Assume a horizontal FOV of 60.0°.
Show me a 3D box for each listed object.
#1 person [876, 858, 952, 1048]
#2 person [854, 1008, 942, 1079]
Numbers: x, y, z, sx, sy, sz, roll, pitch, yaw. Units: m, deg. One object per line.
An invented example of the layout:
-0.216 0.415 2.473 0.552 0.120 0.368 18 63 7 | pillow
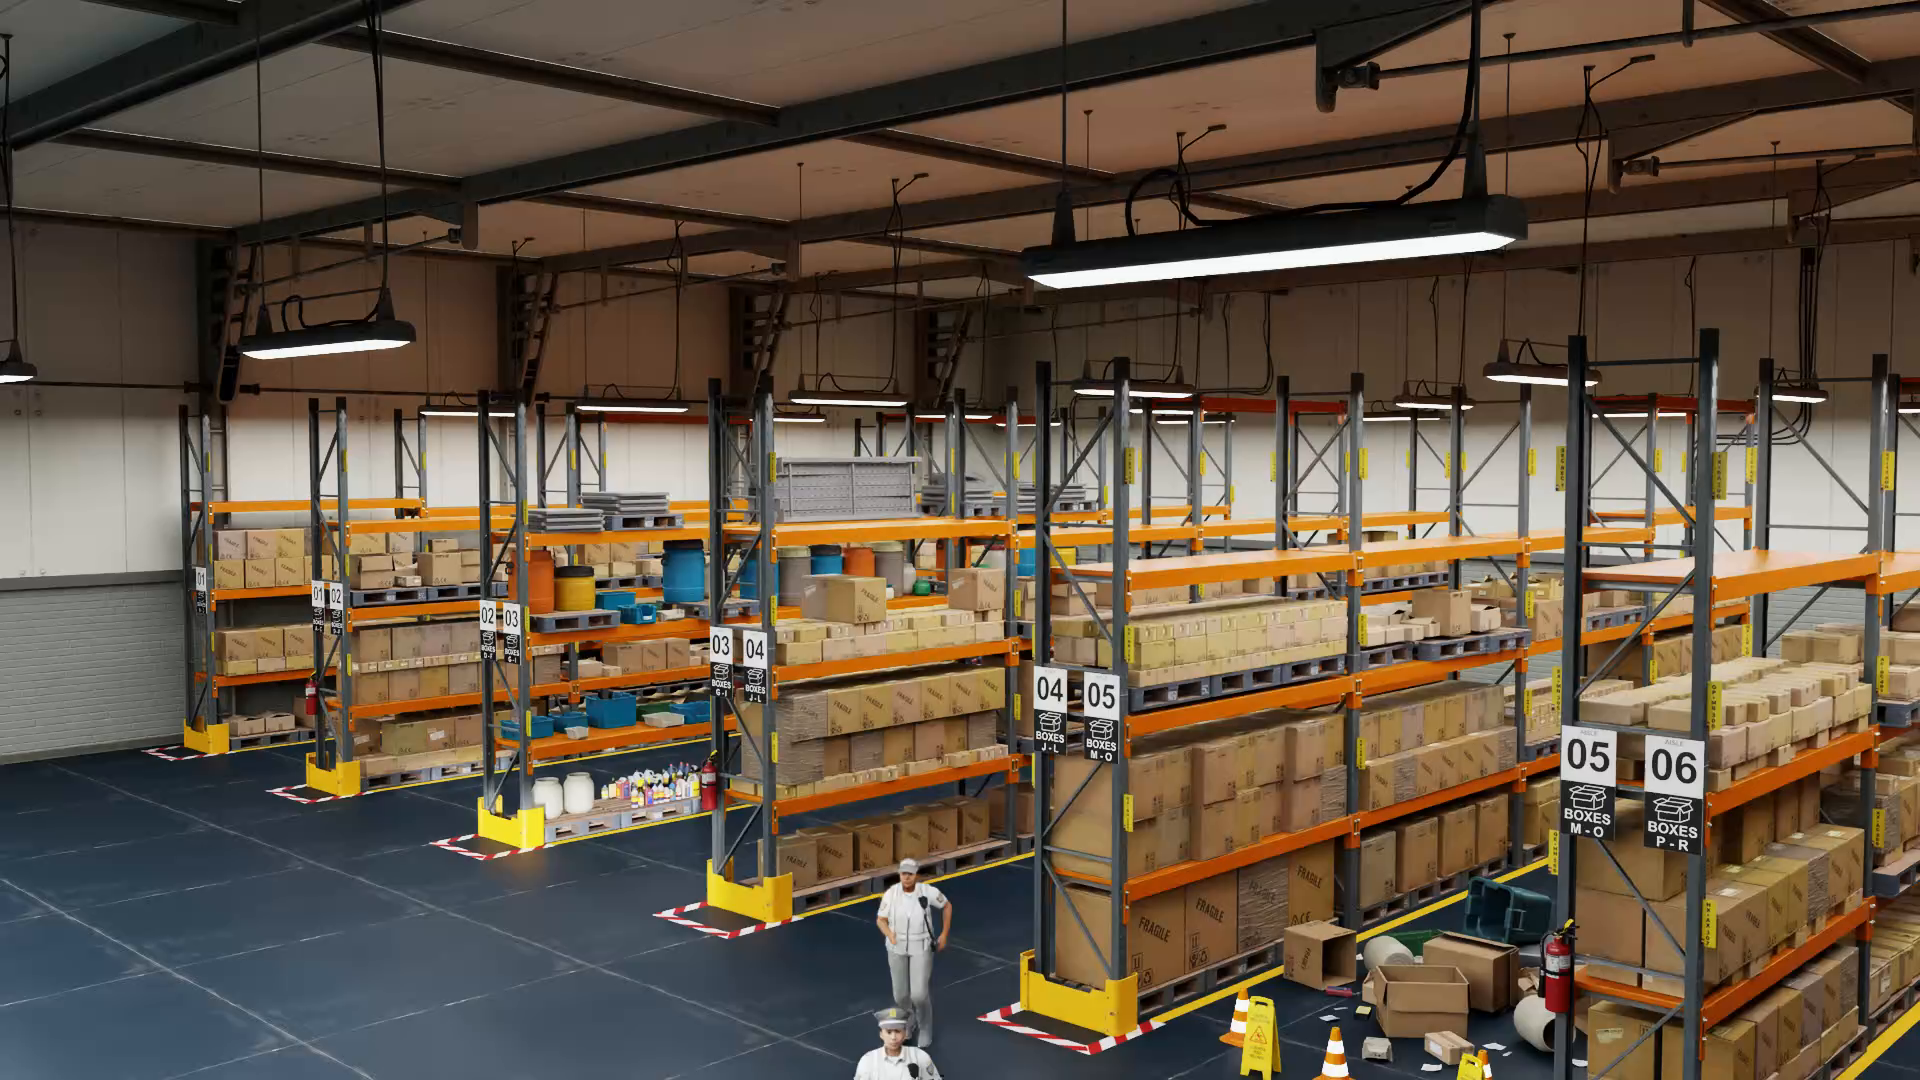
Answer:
-0.414 3.590 14.419 0.631 1.679 0.661 0 3 8 | person
-0.399 3.772 10.470 0.603 1.655 0.544 0 3 -2 | person
